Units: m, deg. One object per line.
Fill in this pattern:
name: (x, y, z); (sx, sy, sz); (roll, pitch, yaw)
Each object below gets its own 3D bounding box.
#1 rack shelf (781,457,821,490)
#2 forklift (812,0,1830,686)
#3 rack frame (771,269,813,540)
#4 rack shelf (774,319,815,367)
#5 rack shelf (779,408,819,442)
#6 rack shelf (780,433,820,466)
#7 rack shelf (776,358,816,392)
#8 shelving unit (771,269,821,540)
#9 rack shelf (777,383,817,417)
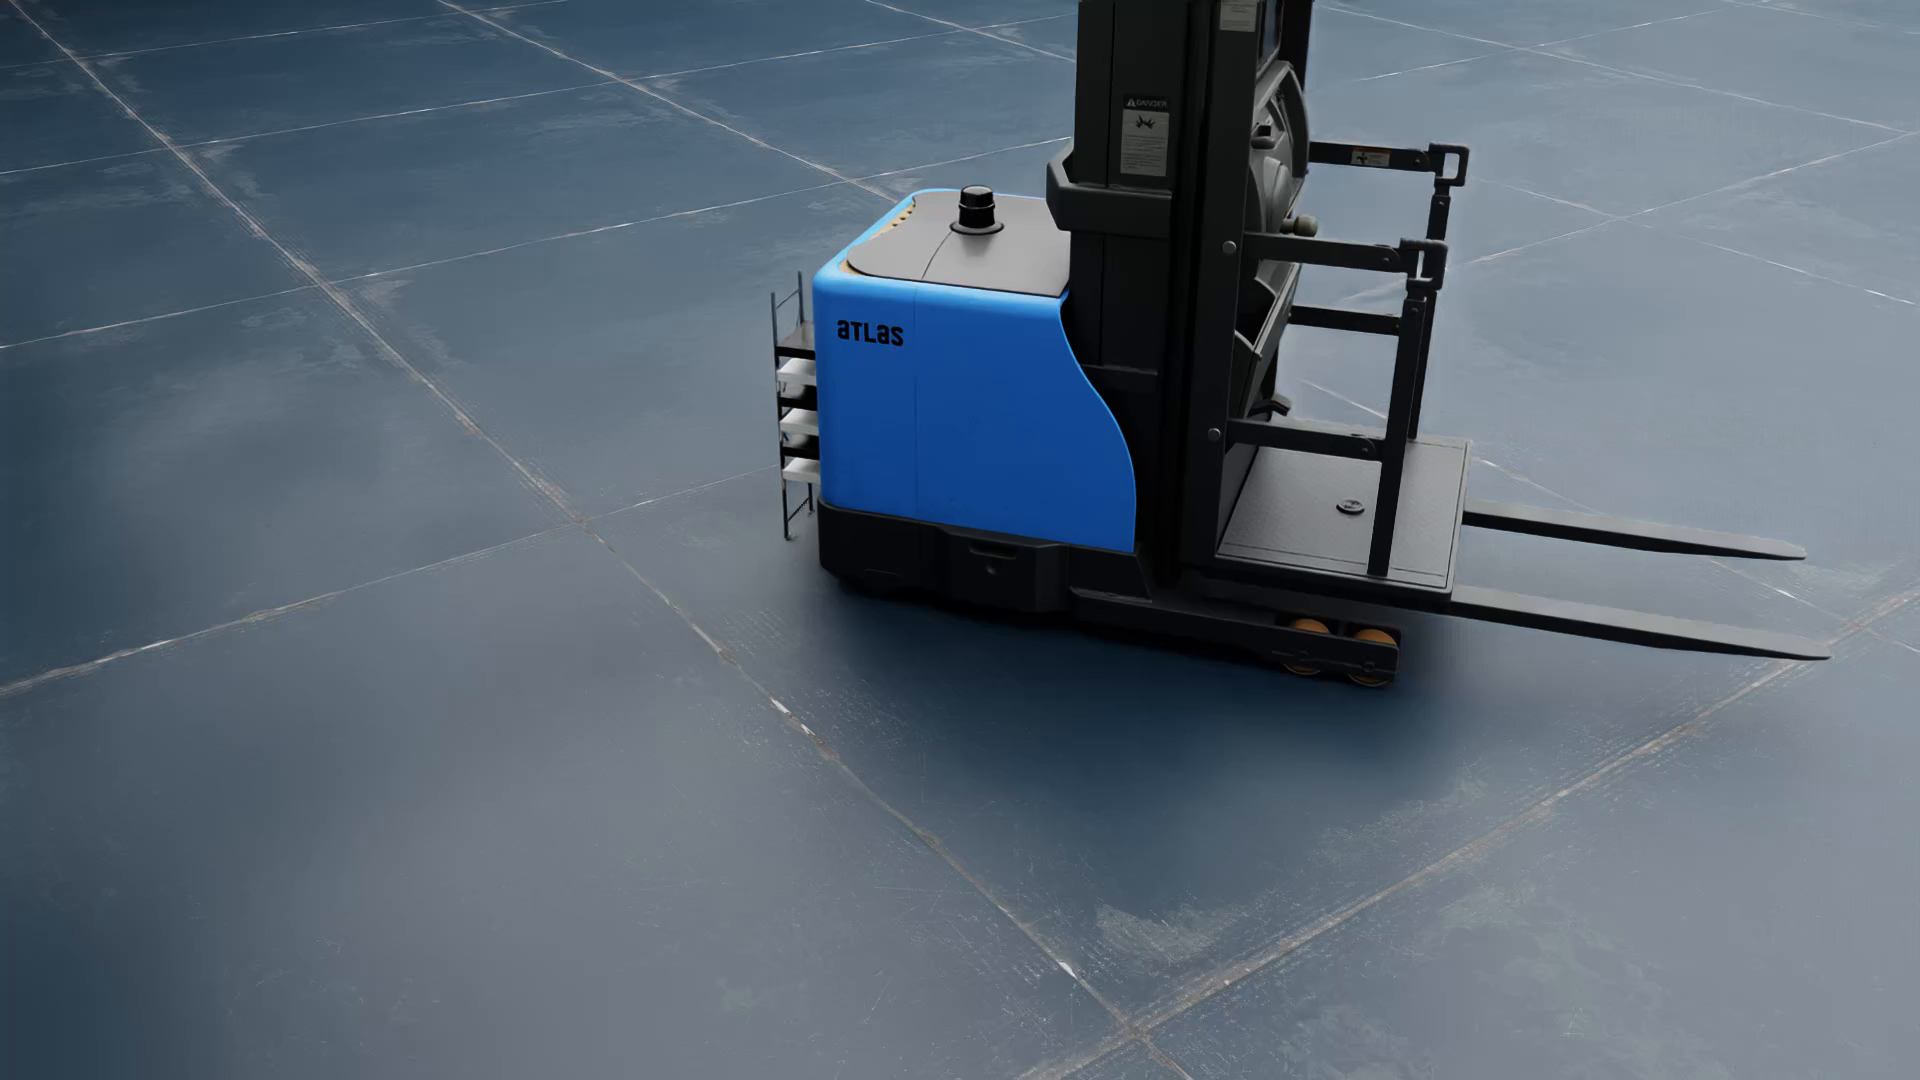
rack shelf: (-0.469, -0.247, 5.708); (0.200, 0.077, 0.258); (9, 30, 16)
forklift: (1.113, -1.138, 4.774); (3.031, 2.935, 1.130); (9, 30, 16)
rack frame: (-0.566, -0.449, 5.634); (0.006, 0.900, 0.240); (9, 30, 16)
rack shelf: (-0.469, -0.642, 5.493); (0.200, 0.077, 0.258); (9, 30, 16)
rack shelf: (-0.469, -0.405, 5.622); (0.200, 0.077, 0.258); (9, 30, 16)
rack shelf: (-0.469, -0.326, 5.665); (0.200, 0.077, 0.258); (9, 30, 16)
rack shelf: (-0.469, -0.563, 5.536); (0.200, 0.077, 0.258); (9, 30, 16)
shelving unit: (-0.469, -0.434, 5.606); (0.210, 0.900, 0.258); (9, 30, 16)
rack shelf: (-0.469, -0.484, 5.579); (0.200, 0.077, 0.258); (9, 30, 16)
